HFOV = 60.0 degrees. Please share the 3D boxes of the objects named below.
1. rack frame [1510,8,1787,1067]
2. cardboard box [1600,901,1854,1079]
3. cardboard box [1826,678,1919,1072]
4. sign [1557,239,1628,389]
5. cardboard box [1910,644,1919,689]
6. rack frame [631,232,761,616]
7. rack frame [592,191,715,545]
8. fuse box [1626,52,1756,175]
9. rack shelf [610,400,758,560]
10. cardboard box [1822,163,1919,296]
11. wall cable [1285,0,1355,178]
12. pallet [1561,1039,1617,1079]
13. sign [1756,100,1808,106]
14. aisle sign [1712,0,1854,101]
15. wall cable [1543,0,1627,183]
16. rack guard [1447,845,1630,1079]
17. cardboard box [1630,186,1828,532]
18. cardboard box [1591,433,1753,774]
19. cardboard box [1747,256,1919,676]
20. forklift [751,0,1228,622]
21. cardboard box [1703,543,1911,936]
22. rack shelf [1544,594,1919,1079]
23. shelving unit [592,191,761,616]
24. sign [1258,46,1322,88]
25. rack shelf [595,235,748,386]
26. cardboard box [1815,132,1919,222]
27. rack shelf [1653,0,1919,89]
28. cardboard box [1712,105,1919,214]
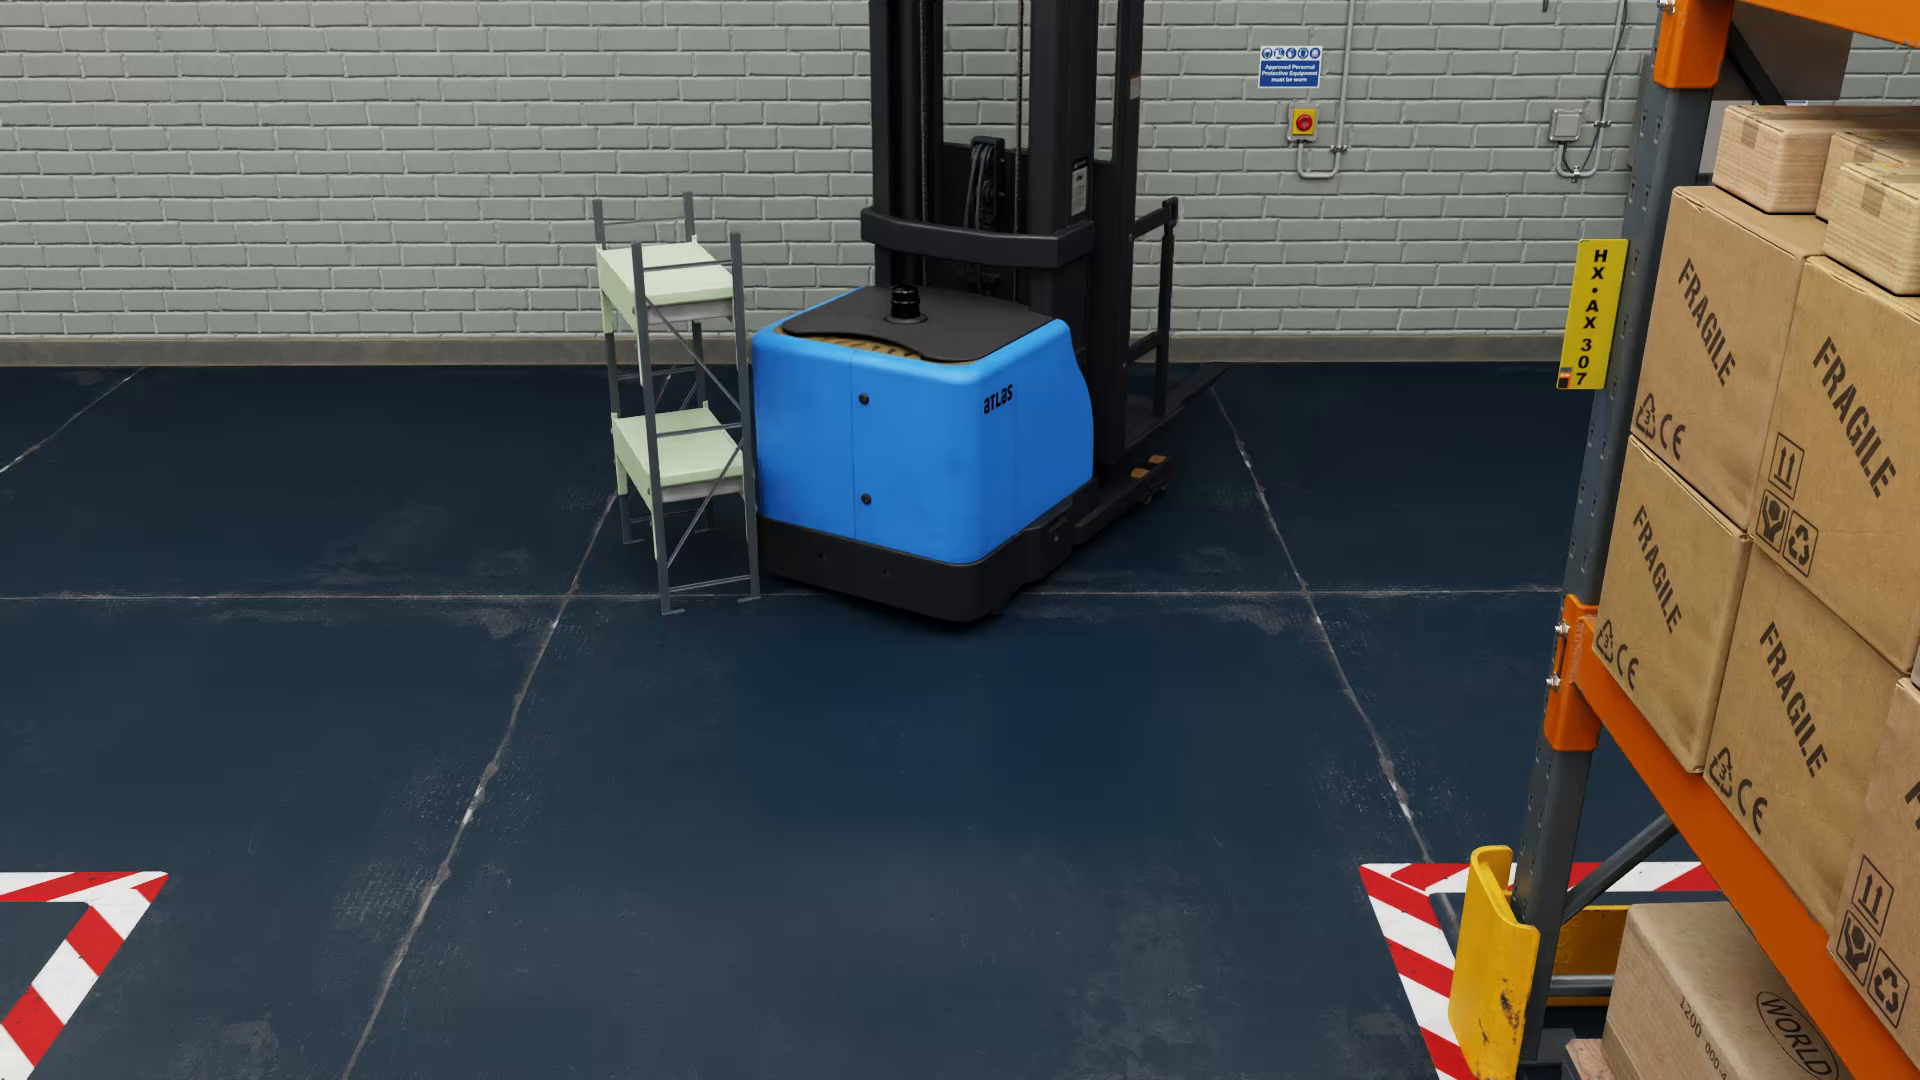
[{"bbox_3d":[1.889,-0.043,3.706,1.000,3.000,0.127,0,24,-1],"label":"rack frame"},{"bbox_3d":[1.996,1.204,3.547,0.875,0.438,0.875,-1,24,-2],"label":"cardboard box"},{"bbox_3d":[1.628,0.528,2.321,0.500,0.500,0.500,0,24,-1],"label":"cardboard box"},{"bbox_3d":[1.334,-0.474,3.511,0.100,0.325,0.005,0,24,-1],"label":"sign"},{"bbox_3d":[1.635,0.079,2.100,0.500,0.500,0.500,0,24,-1],"label":"cardboard box"},{"bbox_3d":[-0.995,-0.416,6.349,0.400,1.500,0.023,-9,26,-20],"label":"rack frame"},{"bbox_3d":[-1.271,-0.695,6.967,0.400,1.500,0.023,-9,26,-20],"label":"rack frame"},{"bbox_3d":[3.906,-1.729,8.997,0.539,1.711,0.414,0,24,-1],"label":"fuse box"},{"bbox_3d":[-1.133,-0.259,6.793,0.431,0.370,0.720,-9,26,-20],"label":"rack shelf"},{"bbox_3d":[1.578,-0.477,2.544,0.380,0.149,0.250,0,24,1],"label":"cardboard box"},{"bbox_3d":[1.804,-2.844,8.627,0.585,1.953,0.123,0,24,-1],"label":"wall cable"},{"bbox_3d":[1.976,1.556,3.553,1.003,0.211,1.213,0,24,-1],"label":"pallet"},{"bbox_3d":[4.398,-2.360,8.944,0.329,0.494,0.001,0,24,-1],"label":"sign"},{"bbox_3d":[1.598,-1.256,3.233,0.394,0.787,0.004,0,24,-1],"label":"aisle sign"},{"bbox_3d":[3.222,-2.841,8.659,0.588,1.984,0.122,0,24,-1],"label":"wall cable"},{"bbox_3d":[1.889,1.086,4.243,1.175,0.500,0.348,0,24,-1],"label":"rack guard"},{"bbox_3d":[1.609,-0.346,3.039,0.500,0.500,0.500,-1,24,-2],"label":"cardboard box"},{"bbox_3d":[1.607,0.110,3.245,0.500,0.500,0.500,0,24,-1],"label":"cardboard box"},{"bbox_3d":[1.622,-0.133,2.569,0.500,0.500,0.500,-1,24,-2],"label":"cardboard box"},{"bbox_3d":[0.354,-1.585,7.198,1.130,2.935,3.031,14,28,28],"label":"forklift"},{"bbox_3d":[1.641,0.318,2.785,0.500,0.500,0.500,-1,24,-1],"label":"cardboard box"},{"bbox_3d":[1.911,1.108,2.032,1.077,0.370,4.000,0,24,-1],"label":"rack shelf"},{"bbox_3d":[-1.133,-0.556,6.658,0.431,1.500,0.755,-9,26,-20],"label":"shelving unit"},{"bbox_3d":[1.755,-2.515,8.843,0.327,0.218,0.001,0,24,-1],"label":"sign"},{"bbox_3d":[-1.133,-0.911,6.498,0.431,0.370,0.720,-9,26,-20],"label":"rack shelf"},{"bbox_3d":[1.690,-0.585,2.782,0.380,0.149,0.250,0,24,1],"label":"cardboard box"},{"bbox_3d":[1.911,-0.258,1.414,1.077,0.370,4.000,0,24,-1],"label":"rack shelf"},{"bbox_3d":[1.616,-0.693,3.020,0.380,0.149,0.250,0,24,1],"label":"cardboard box"}]
